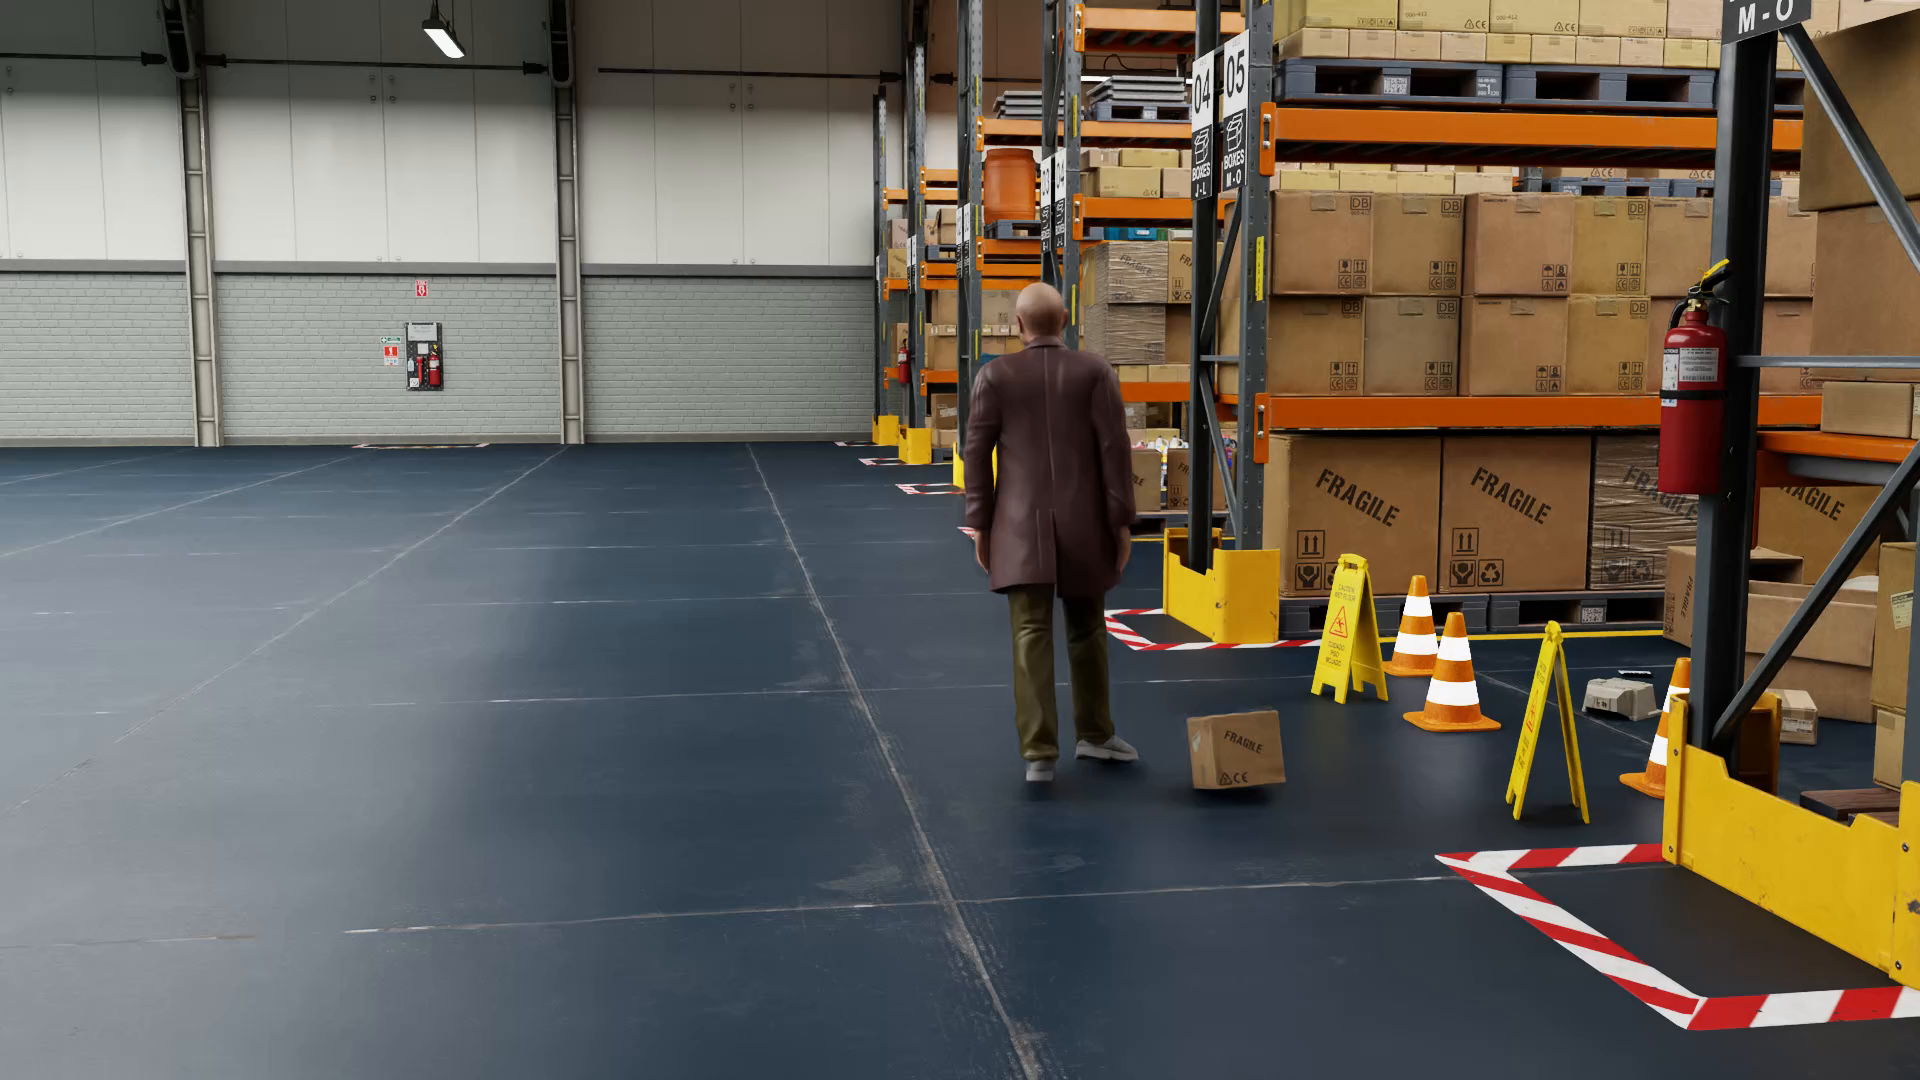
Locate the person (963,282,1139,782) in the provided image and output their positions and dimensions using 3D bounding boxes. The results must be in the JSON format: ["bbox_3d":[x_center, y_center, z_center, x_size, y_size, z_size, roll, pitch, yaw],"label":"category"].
[{"bbox_3d":[0.348,-0.012,5.985,0.672,1.820,0.676,0,6,1],"label":"person"}]
